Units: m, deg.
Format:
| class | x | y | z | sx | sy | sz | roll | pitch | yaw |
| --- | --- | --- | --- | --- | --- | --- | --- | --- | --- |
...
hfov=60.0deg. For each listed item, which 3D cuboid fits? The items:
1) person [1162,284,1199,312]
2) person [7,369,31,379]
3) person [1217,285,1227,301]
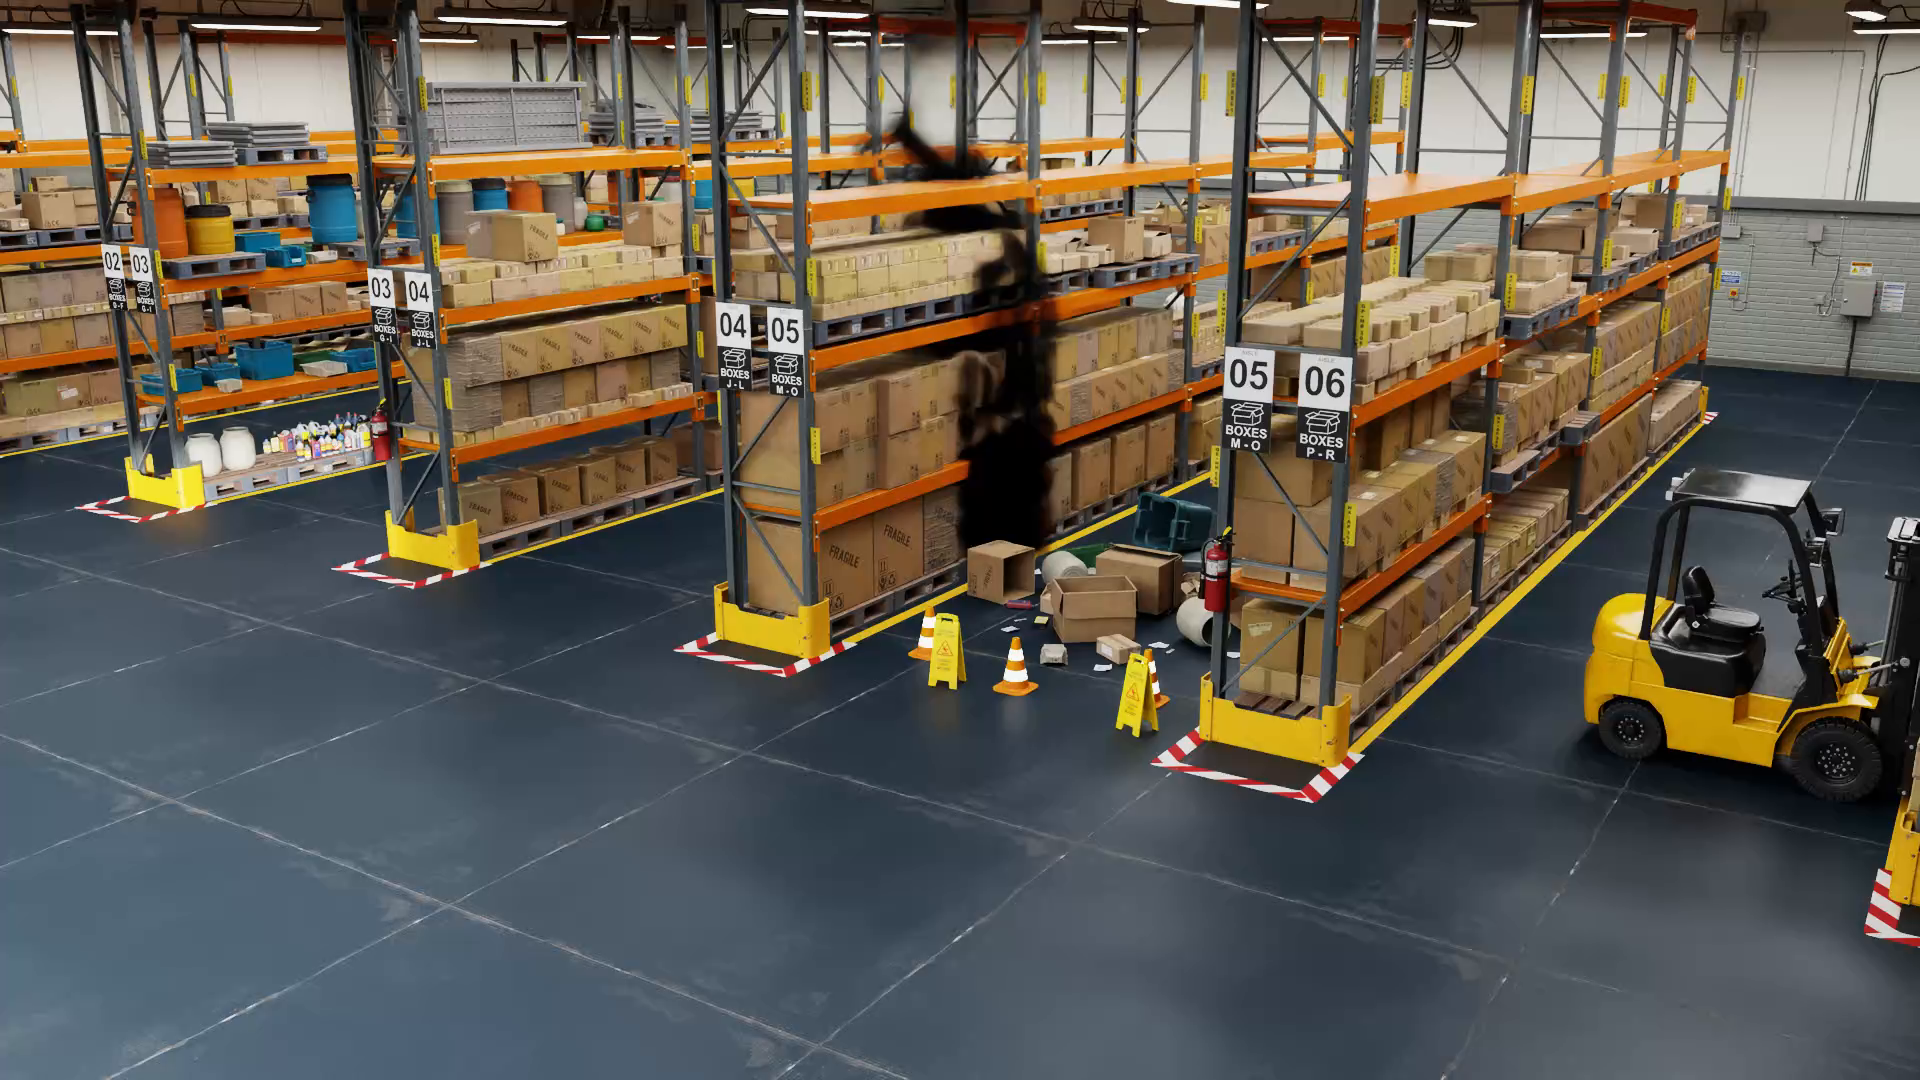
| class | x | y | z | sx | sy | sz | roll | pitch | yaw |
| --- | --- | --- | --- | --- | --- | --- | --- | --- | --- |
| person | 4.062 | -3.918 | 30.352 | 0.653 | 1.668 | 0.601 | -3 | 16 | -10 |
| person | -14.542 | -2.657 | 25.812 | 0.503 | 1.629 | 0.710 | 8 | 17 | 26 |
| person | 4.526 | -3.418 | 28.140 | 0.698 | 1.813 | 0.934 | 11 | 19 | 35 |
